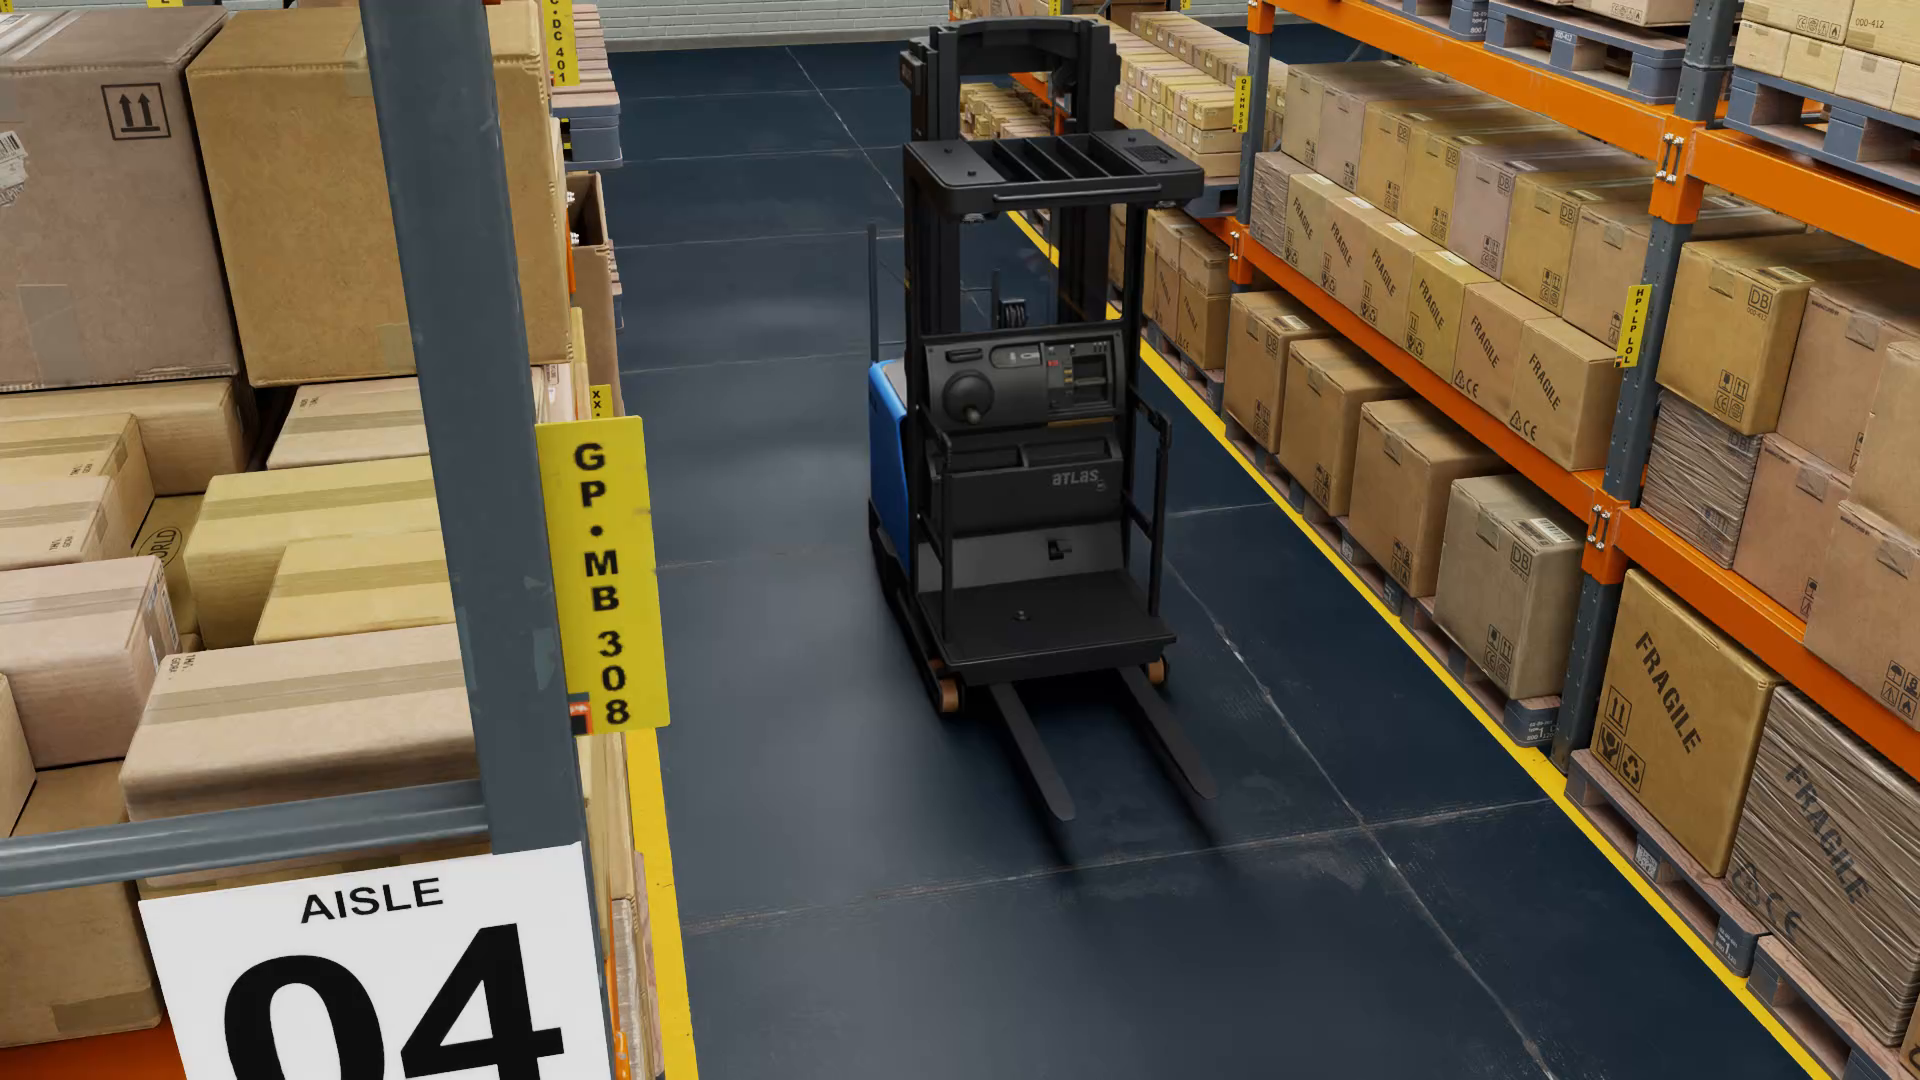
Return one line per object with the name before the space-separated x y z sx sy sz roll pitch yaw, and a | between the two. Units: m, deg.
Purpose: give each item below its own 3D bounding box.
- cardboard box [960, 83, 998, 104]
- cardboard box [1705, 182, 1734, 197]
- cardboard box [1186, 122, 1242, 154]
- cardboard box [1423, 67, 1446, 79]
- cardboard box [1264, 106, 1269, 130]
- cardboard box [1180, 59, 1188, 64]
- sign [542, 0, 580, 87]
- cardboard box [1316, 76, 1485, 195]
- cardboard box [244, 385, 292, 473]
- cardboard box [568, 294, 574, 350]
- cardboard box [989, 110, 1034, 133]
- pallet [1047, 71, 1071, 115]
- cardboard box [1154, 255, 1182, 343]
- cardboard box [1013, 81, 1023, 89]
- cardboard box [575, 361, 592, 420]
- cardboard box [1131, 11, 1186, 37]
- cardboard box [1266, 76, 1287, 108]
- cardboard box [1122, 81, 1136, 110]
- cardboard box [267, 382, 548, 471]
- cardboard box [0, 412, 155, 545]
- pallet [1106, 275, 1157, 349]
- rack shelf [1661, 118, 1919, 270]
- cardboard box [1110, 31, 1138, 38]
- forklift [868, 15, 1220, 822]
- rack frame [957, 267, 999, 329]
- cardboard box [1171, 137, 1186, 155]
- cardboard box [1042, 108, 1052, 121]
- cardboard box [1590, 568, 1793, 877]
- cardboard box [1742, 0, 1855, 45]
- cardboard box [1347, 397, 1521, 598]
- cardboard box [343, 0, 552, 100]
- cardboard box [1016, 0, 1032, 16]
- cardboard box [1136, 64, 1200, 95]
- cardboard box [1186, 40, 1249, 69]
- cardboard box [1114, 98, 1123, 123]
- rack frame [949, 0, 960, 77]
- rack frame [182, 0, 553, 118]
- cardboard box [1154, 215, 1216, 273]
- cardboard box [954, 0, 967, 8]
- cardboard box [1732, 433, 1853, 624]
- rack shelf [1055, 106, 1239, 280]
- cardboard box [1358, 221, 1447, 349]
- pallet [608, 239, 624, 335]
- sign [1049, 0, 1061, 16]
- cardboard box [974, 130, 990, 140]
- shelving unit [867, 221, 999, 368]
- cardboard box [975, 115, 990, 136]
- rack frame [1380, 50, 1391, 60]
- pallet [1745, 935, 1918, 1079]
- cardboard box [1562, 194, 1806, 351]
cardboard box | 0.176 -4.575 17.022 0.380 0.149 0.250 -7 28 -14
cardboard box | 6.519 -3.029 13.814 0.875 0.875 0.875 -5 27 -10
cardboard box | 1.637 -2.526 10.408 0.380 0.149 0.250 -5 27 -11
cardboard box | 5.435 -4.970 18.145 0.875 0.438 0.875 -7 28 -13
cardboard box | 2.152 -2.823 10.997 0.380 0.149 0.250 -7 28 -13
cardboard box | 1.809 -3.498 12.333 0.380 0.149 0.250 -7 28 -14
sign | -1.235 -1.560 5.109 0.100 0.325 0.005 -6 27 -12
cardboard box | 2.398 -2.218 9.095 0.700 0.500 0.500 -6 27 -12
cardboard box | -1.439 -0.078 2.914 0.500 0.250 0.500 -5 27 -10
cardboard box | -1.177 -0.577 3.901 0.500 0.250 0.500 -6 27 -12
cardboard box | 0.492 -3.999 15.882 0.380 0.149 0.250 -6 27 -11
pallet | 1.321 -3.467 13.003 1.003 0.211 1.213 -6 27 -12
cardboard box | 1.675 -1.709 11.615 0.500 0.500 0.500 -5 27 -10
cardboard box | 0.755 -4.633 17.137 0.380 0.149 0.250 -6 27 -11
cardboard box | -1.279 -0.166 4.700 0.500 0.500 0.500 -6 27 -12
cardboard box | 1.571 -4.087 13.172 0.380 0.149 0.250 -5 27 -9
cardboard box | 2.162 -2.936 10.891 0.380 0.149 0.250 -6 27 -12
cardboard box | 1.344 -3.092 11.529 0.380 0.149 0.250 -5 27 -10
cardboard box | -0.830 -0.119 2.552 0.380 0.149 0.250 -5 27 -10
cardboard box | -1.420 -0.059 2.433 0.380 0.149 0.250 -6 27 -11
pallet | 1.746 -1.780 12.542 1.003 0.211 1.213 -6 27 -12
rack shelf | 3.544 -0.531 4.442 1.077 0.370 4.000 -6 27 -12
cardboard box | 1.109 -3.680 12.364 0.380 0.149 0.250 -6 27 -12
forklift | 0.356 -0.700 7.383 1.130 2.935 3.031 -6 27 -13
rack frame | -0.038 -0.734 9.040 0.500 1.500 0.032 -6 27 -13
cardboard box | 1.579 -2.501 10.689 0.380 0.149 0.250 -6 27 -12
cardboard box | 1.001 -4.056 15.995 0.380 0.149 0.250 -7 28 -13
cardboard box | 3.167 0.653 6.518 0.875 0.875 0.875 -6 27 -11
cardboard box | 2.931 -1.785 5.388 0.500 0.250 0.500 -6 27 -11
cardboard box | 2.652 -0.261 8.469 1.050 0.750 0.750 -6 27 -12
cardboard box | -1.412 -1.500 4.567 0.500 0.500 0.500 -7 28 -13
cardboard box | 0.790 -4.492 14.380 0.500 0.500 0.500 -7 28 -13
cardboard box | 1.409 -3.105 11.226 0.380 0.149 0.250 -6 27 -12
cardboard box | 1.864 -3.515 12.038 0.380 0.149 0.250 -7 28 -14
cardboard box | 1.284 -3.075 11.826 0.380 0.149 0.250 -7 28 -14
rack frame | 0.389 -5.659 17.133 1.000 3.000 0.127 -6 27 -12
rack frame | -1.762 -2.610 4.434 1.000 3.000 0.127 -6 27 -12
cardboard box | 1.658 -2.047 11.453 0.500 0.250 0.500 -6 27 -11
cardboard box | 0.221 -5.611 16.597 0.500 0.500 0.500 -5 27 -9
cardboard box | 3.334 -0.058 5.869 0.875 0.550 0.550 -6 27 -12
rack shelf | 1.741 -2.704 12.076 1.077 0.370 4.000 -6 27 -12
cardboard box | 2.371 -1.304 8.393 0.500 0.500 0.500 -6 27 -12
pallet | -2.399 -1.300 8.709 1.213 0.211 1.003 -6 27 -12
sign | 0.763 -4.231 13.343 0.100 0.325 0.005 -6 27 -12
cardboard box | 0.347 -3.973 16.490 0.380 0.149 0.250 -6 27 -11
shelving unit | -0.162 -0.956 9.480 0.538 1.500 1.048 -6 27 -13
cardboard box | 0.357 -4.102 16.416 0.380 0.149 0.250 -5 27 -10
rack frame | 5.189 -6.206 18.216 1.000 3.000 0.127 -6 27 -12
pallet | 3.467 1.732 5.583 1.003 0.211 1.213 -6 27 -12
cardboard box | 2.976 -1.099 6.878 0.700 0.500 0.500 -6 27 -12
